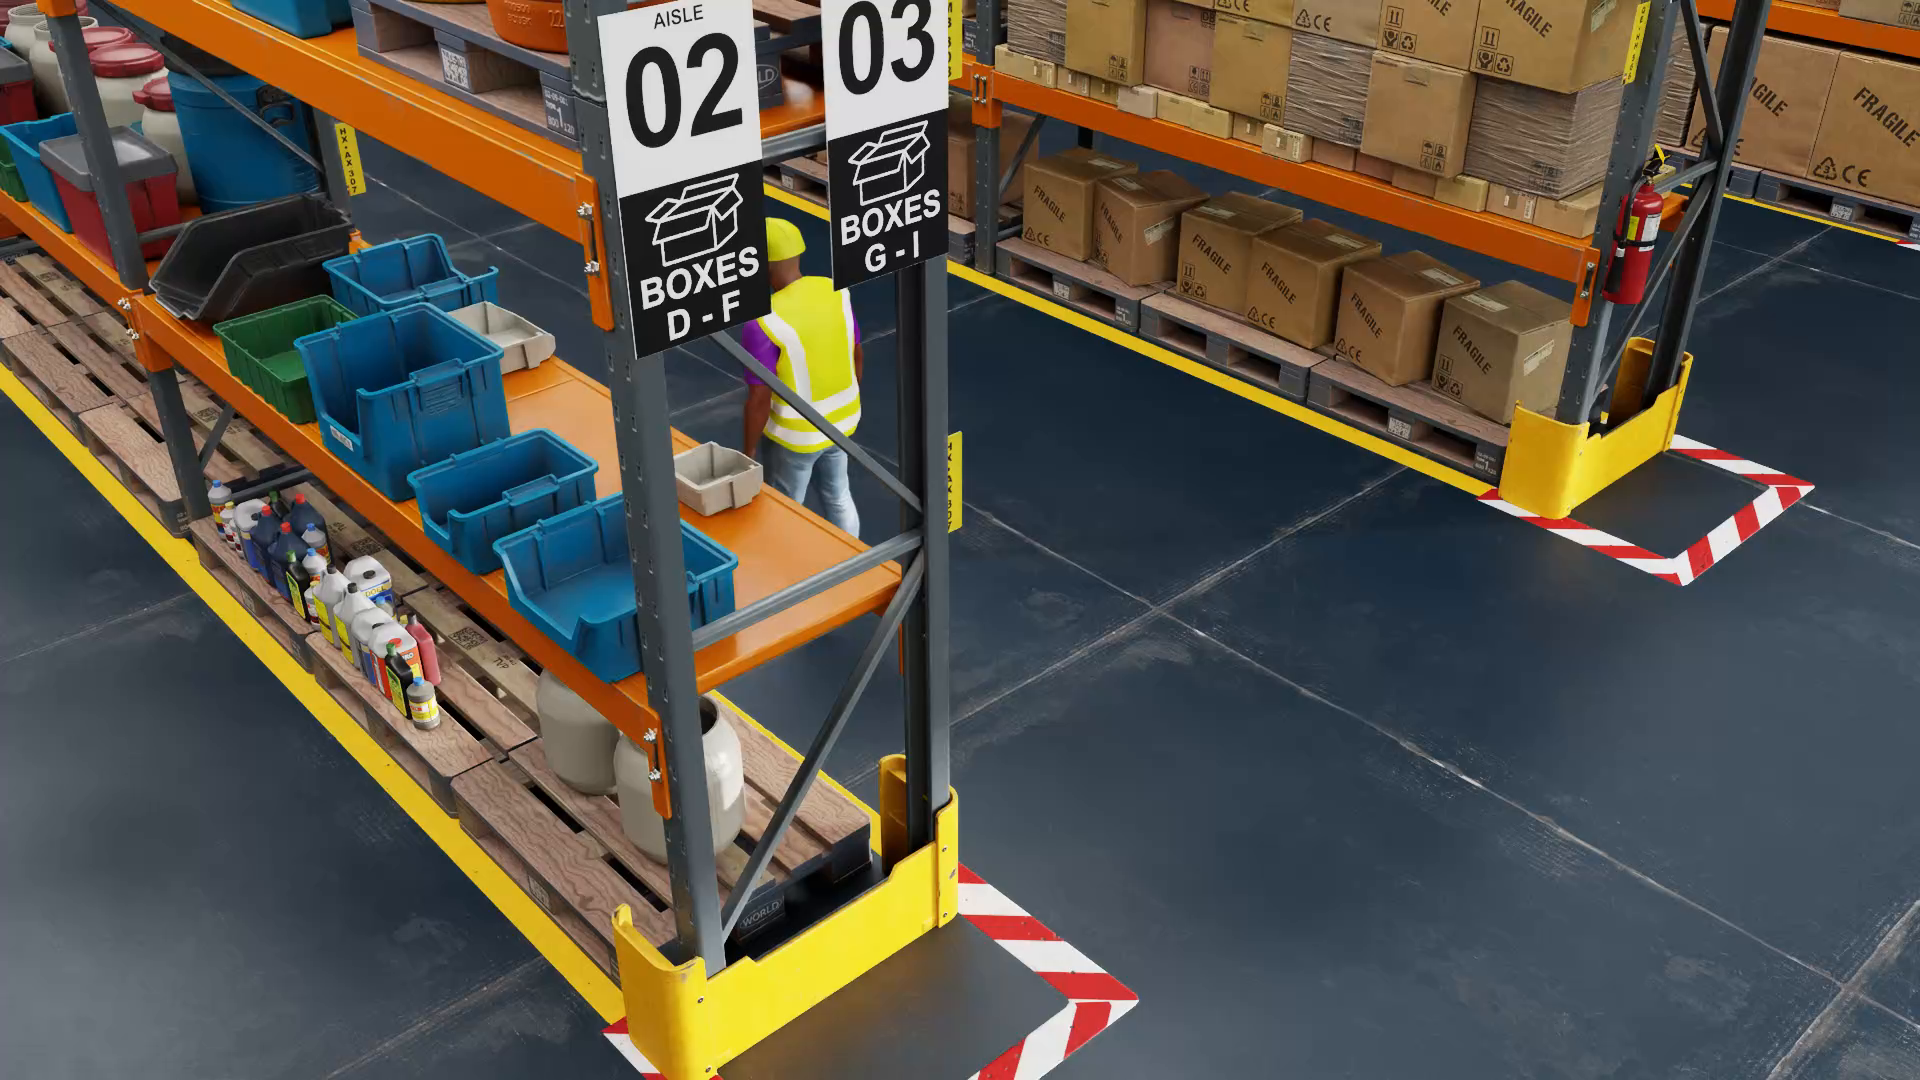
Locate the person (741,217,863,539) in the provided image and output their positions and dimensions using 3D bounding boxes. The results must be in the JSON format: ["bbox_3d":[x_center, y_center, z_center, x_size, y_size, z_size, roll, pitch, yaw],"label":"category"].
[{"bbox_3d":[-0.662,-0.492,6.920,0.460,1.760,0.634,27,40,36],"label":"person"}]
